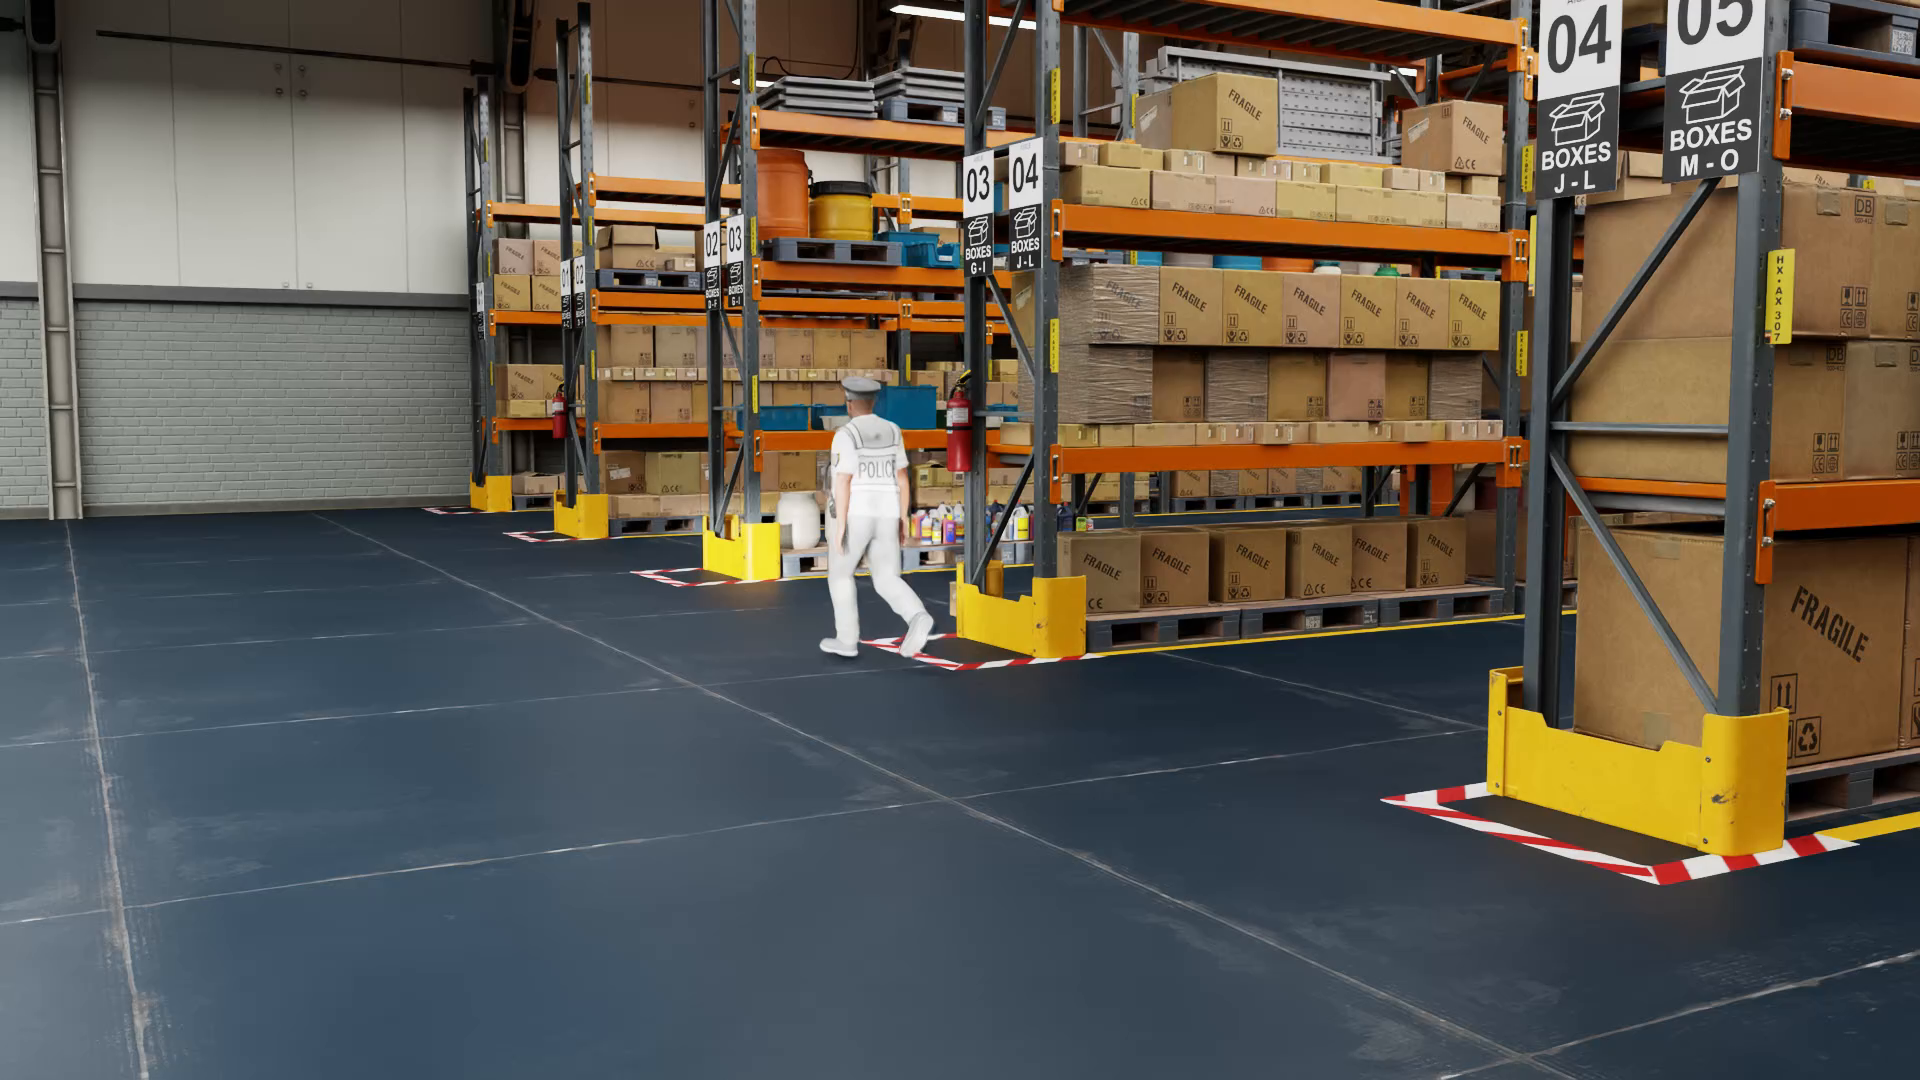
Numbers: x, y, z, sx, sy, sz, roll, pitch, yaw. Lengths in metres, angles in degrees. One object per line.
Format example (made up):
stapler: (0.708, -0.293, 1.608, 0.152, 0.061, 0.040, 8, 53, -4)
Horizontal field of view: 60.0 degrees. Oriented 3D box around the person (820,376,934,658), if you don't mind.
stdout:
person: (-0.521, -0.137, 10.146, 0.573, 1.725, 0.912, -4, 6, -35)
